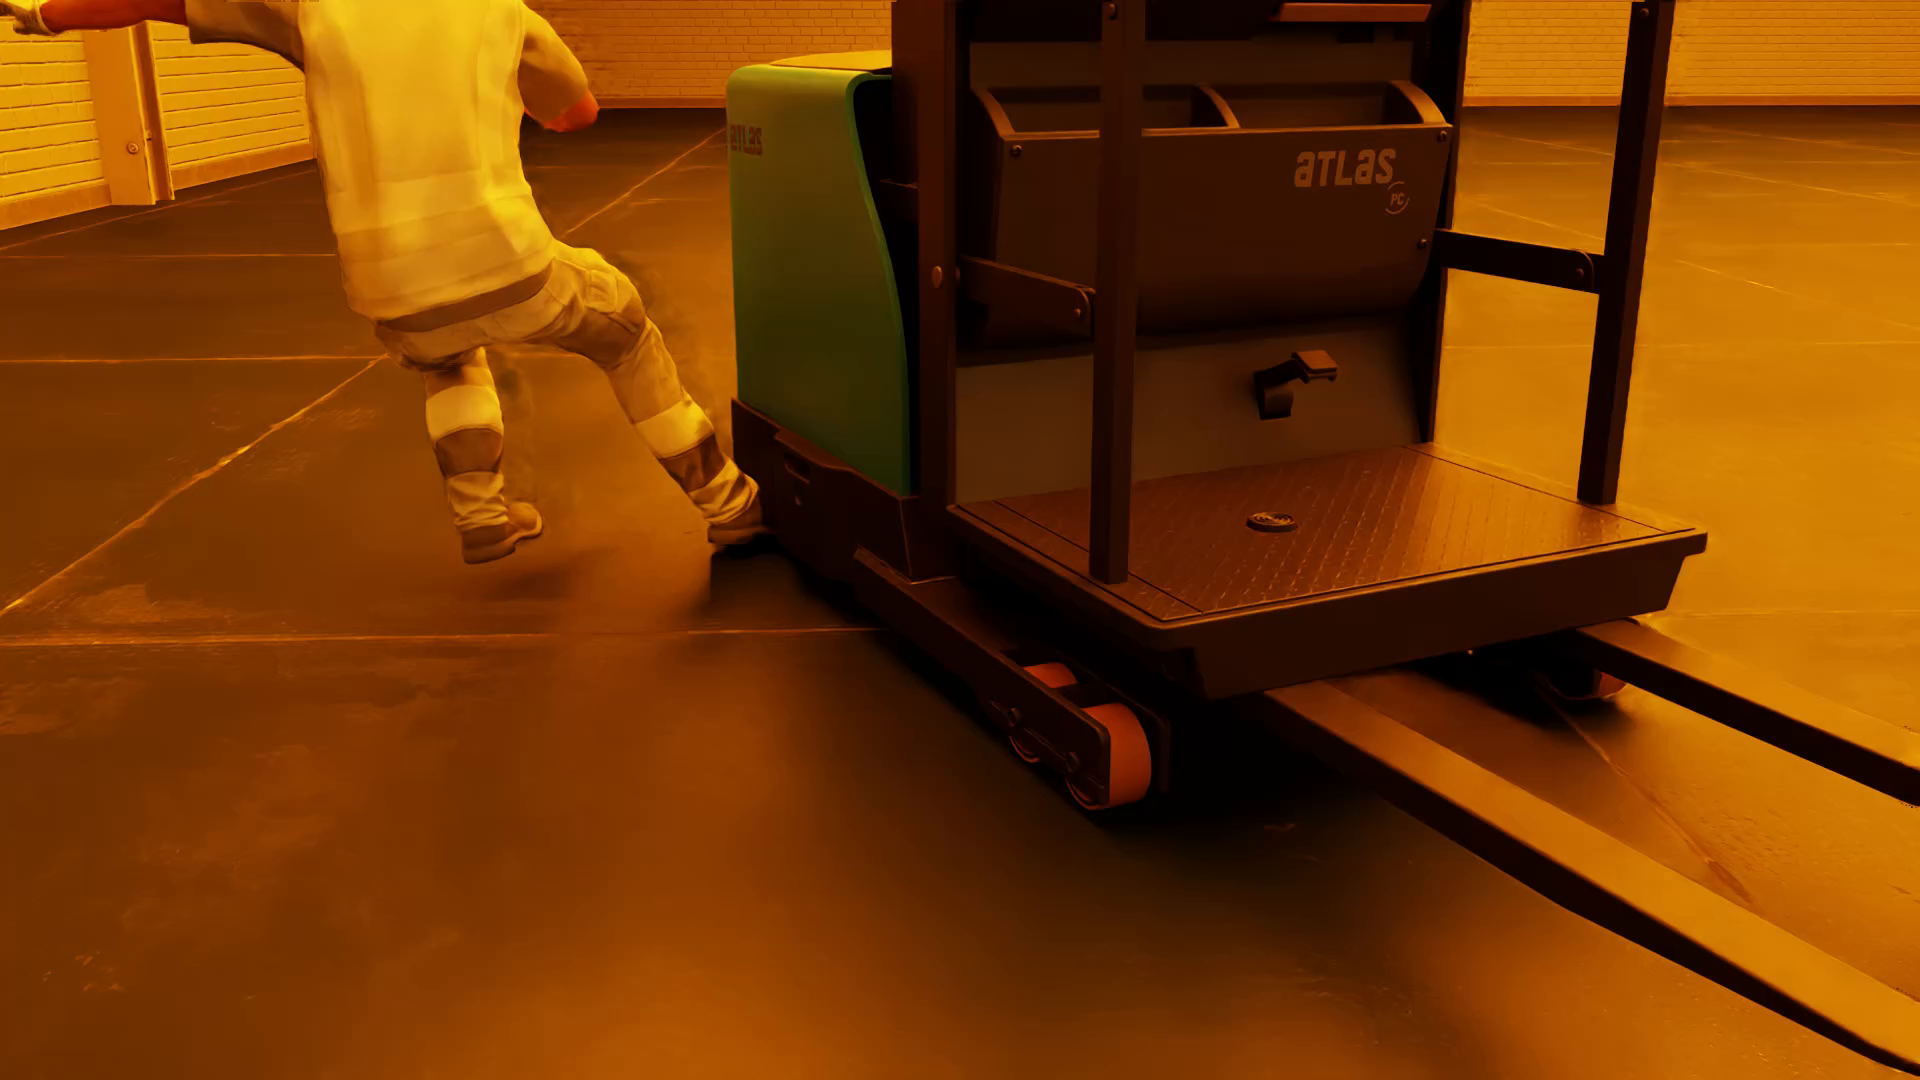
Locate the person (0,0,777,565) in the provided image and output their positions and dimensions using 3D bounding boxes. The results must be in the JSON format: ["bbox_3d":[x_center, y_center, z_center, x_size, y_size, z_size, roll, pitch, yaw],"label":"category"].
[{"bbox_3d":[-1.113,-0.634,3.448,1.613,1.478,0.804,-6,18,-19],"label":"person"}]

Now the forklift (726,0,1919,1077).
[{"bbox_3d":[0.550,-1.131,2.605,1.130,2.935,3.031,-8,19,-25],"label":"forklift"}]
